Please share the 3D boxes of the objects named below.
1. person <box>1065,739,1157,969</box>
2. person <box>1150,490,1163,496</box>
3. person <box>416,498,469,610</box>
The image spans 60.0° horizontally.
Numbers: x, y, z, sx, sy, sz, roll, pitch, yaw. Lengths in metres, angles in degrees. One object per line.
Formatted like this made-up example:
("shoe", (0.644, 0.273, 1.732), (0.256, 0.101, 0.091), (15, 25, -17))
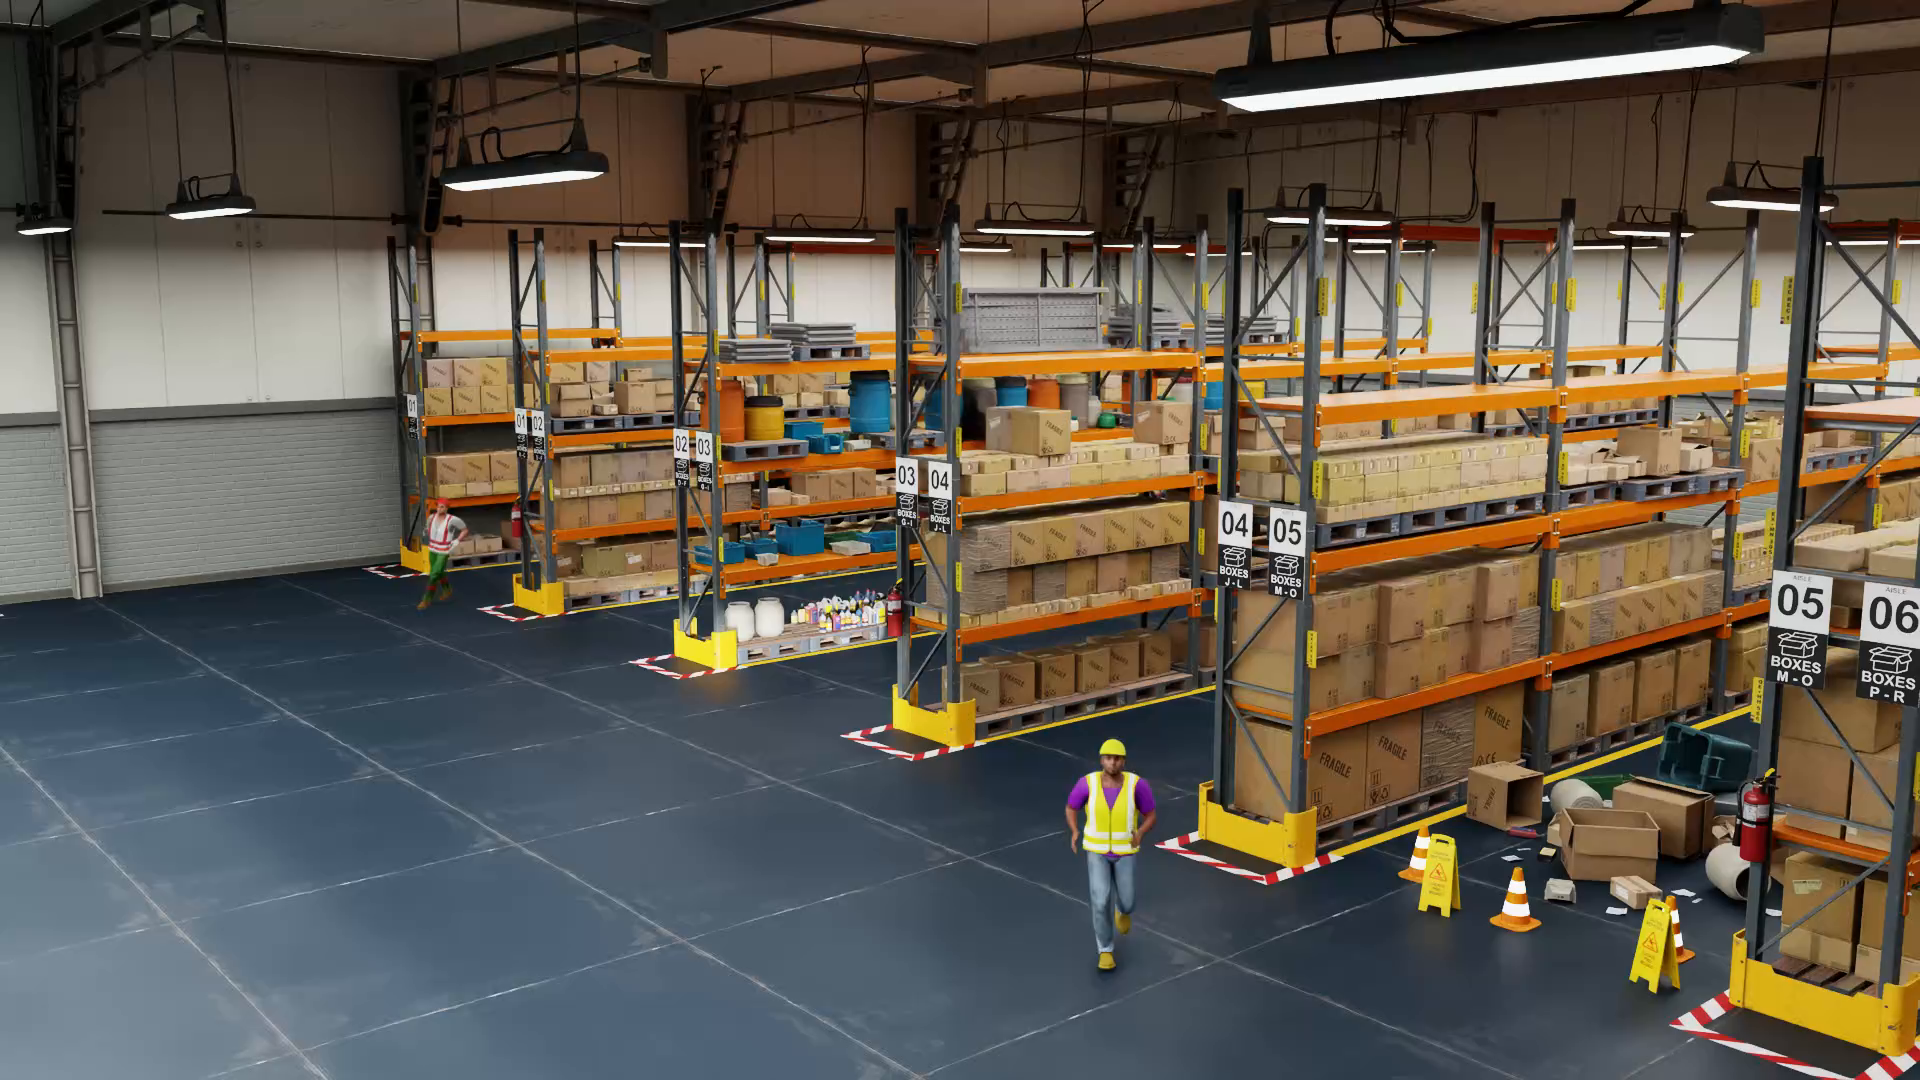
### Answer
("person", (1.155, 2.370, 12.785), (0.707, 1.723, 0.753), (1, 9, 5))
("person", (3.594, -0.697, 32.188), (0.680, 1.782, 0.955), (6, 11, 36))
("person", (-8.297, 0.196, 26.686), (0.666, 1.784, 0.862), (4, 10, 25))
